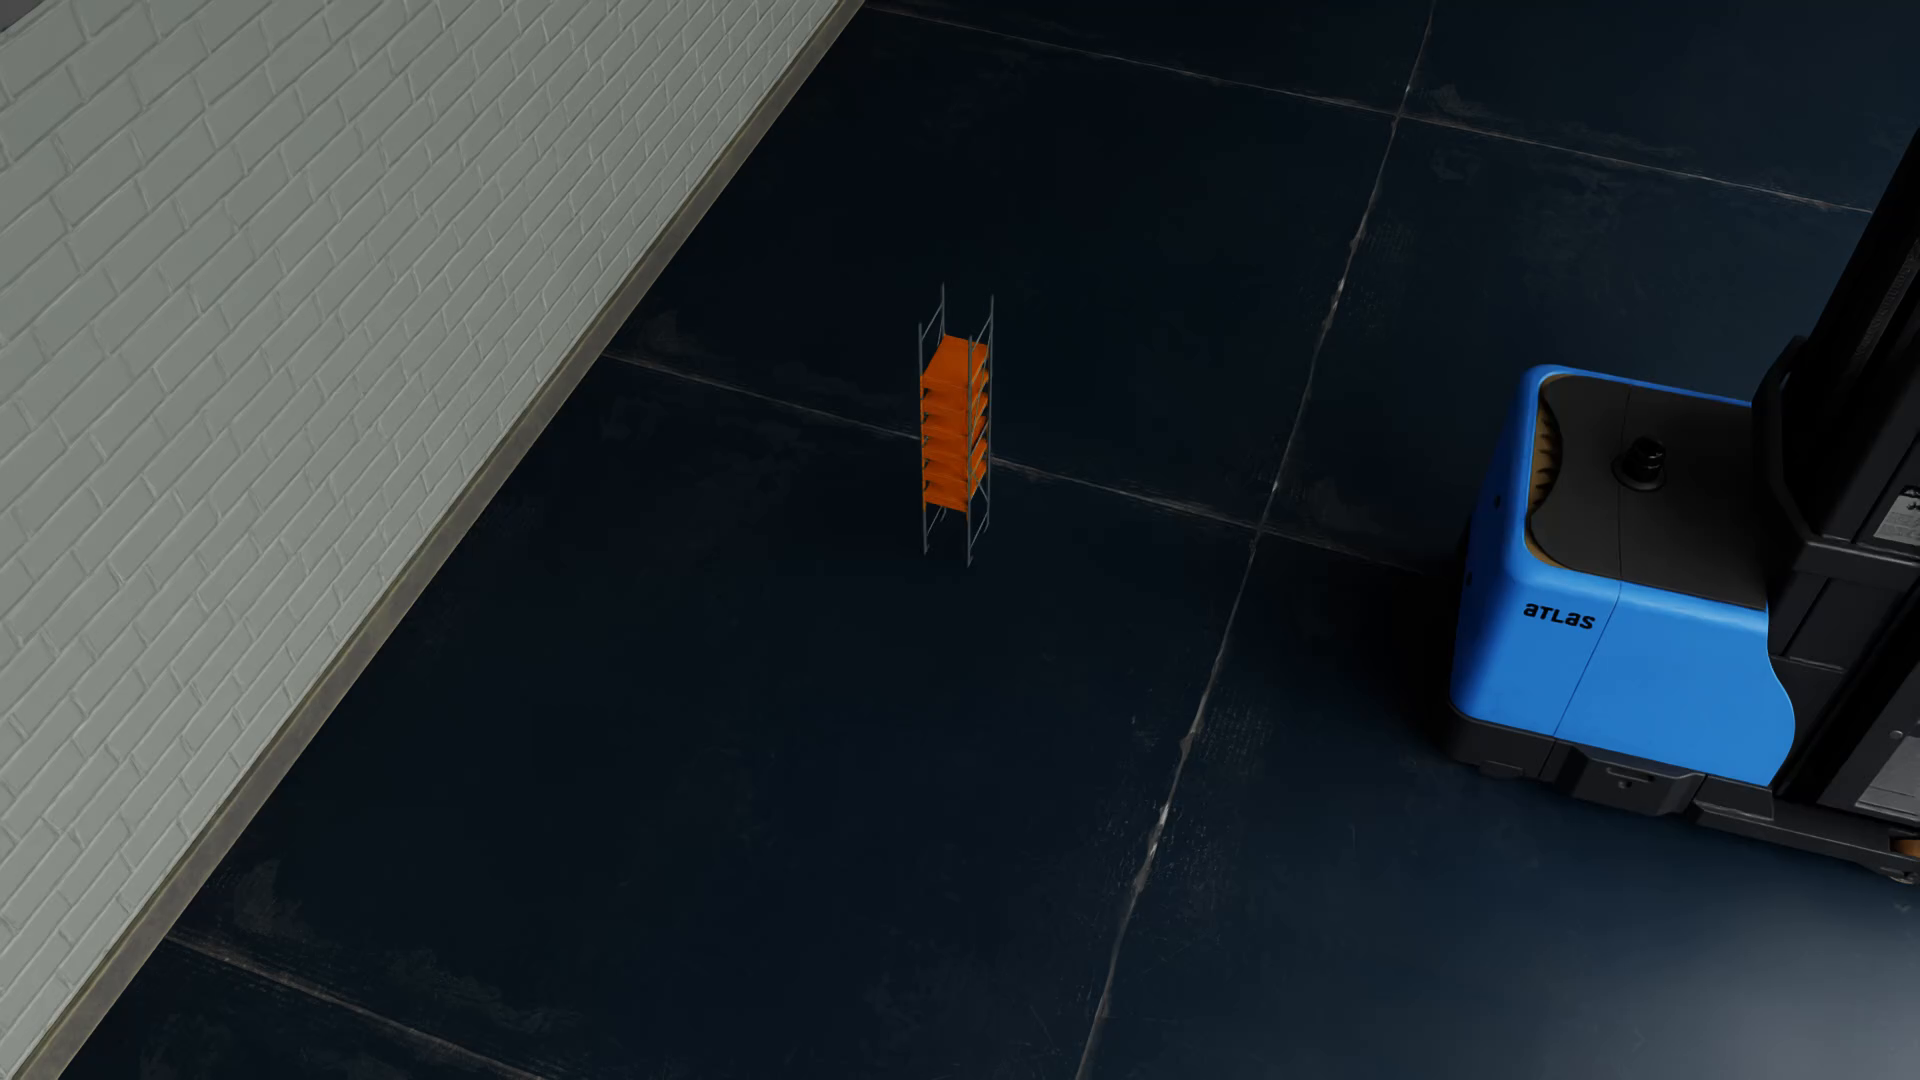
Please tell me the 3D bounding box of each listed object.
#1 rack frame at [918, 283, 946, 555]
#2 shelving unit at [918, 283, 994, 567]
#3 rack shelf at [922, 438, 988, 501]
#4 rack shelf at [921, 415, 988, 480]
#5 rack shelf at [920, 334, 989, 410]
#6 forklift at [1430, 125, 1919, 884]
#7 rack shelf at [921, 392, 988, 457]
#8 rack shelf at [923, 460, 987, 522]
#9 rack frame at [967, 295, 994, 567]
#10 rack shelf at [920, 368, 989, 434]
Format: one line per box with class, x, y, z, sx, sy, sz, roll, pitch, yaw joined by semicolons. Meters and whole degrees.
rack frame;-0.099;-0.421;6.187;0.006;1.200;0.240;16;51;13
shelving unit;-0.014;-0.397;6.166;0.189;1.200;0.258;16;51;13
rack shelf;-0.014;-0.289;6.291;0.180;0.103;0.258;16;51;13
rack shelf;-0.014;-0.368;6.200;0.180;0.103;0.258;16;51;13
rack shelf;-0.014;-0.603;5.928;0.180;0.103;0.258;16;51;13
forklift;3.249;-0.211;4.860;3.031;2.935;1.130;13;50;11
rack shelf;-0.014;-0.446;6.109;0.180;0.103;0.258;16;51;13
rack shelf;-0.014;-0.210;6.381;0.180;0.103;0.258;16;51;13
rack frame;0.072;-0.373;6.146;0.006;1.200;0.240;16;51;13
rack shelf;-0.014;-0.525;6.019;0.180;0.103;0.258;16;51;13
